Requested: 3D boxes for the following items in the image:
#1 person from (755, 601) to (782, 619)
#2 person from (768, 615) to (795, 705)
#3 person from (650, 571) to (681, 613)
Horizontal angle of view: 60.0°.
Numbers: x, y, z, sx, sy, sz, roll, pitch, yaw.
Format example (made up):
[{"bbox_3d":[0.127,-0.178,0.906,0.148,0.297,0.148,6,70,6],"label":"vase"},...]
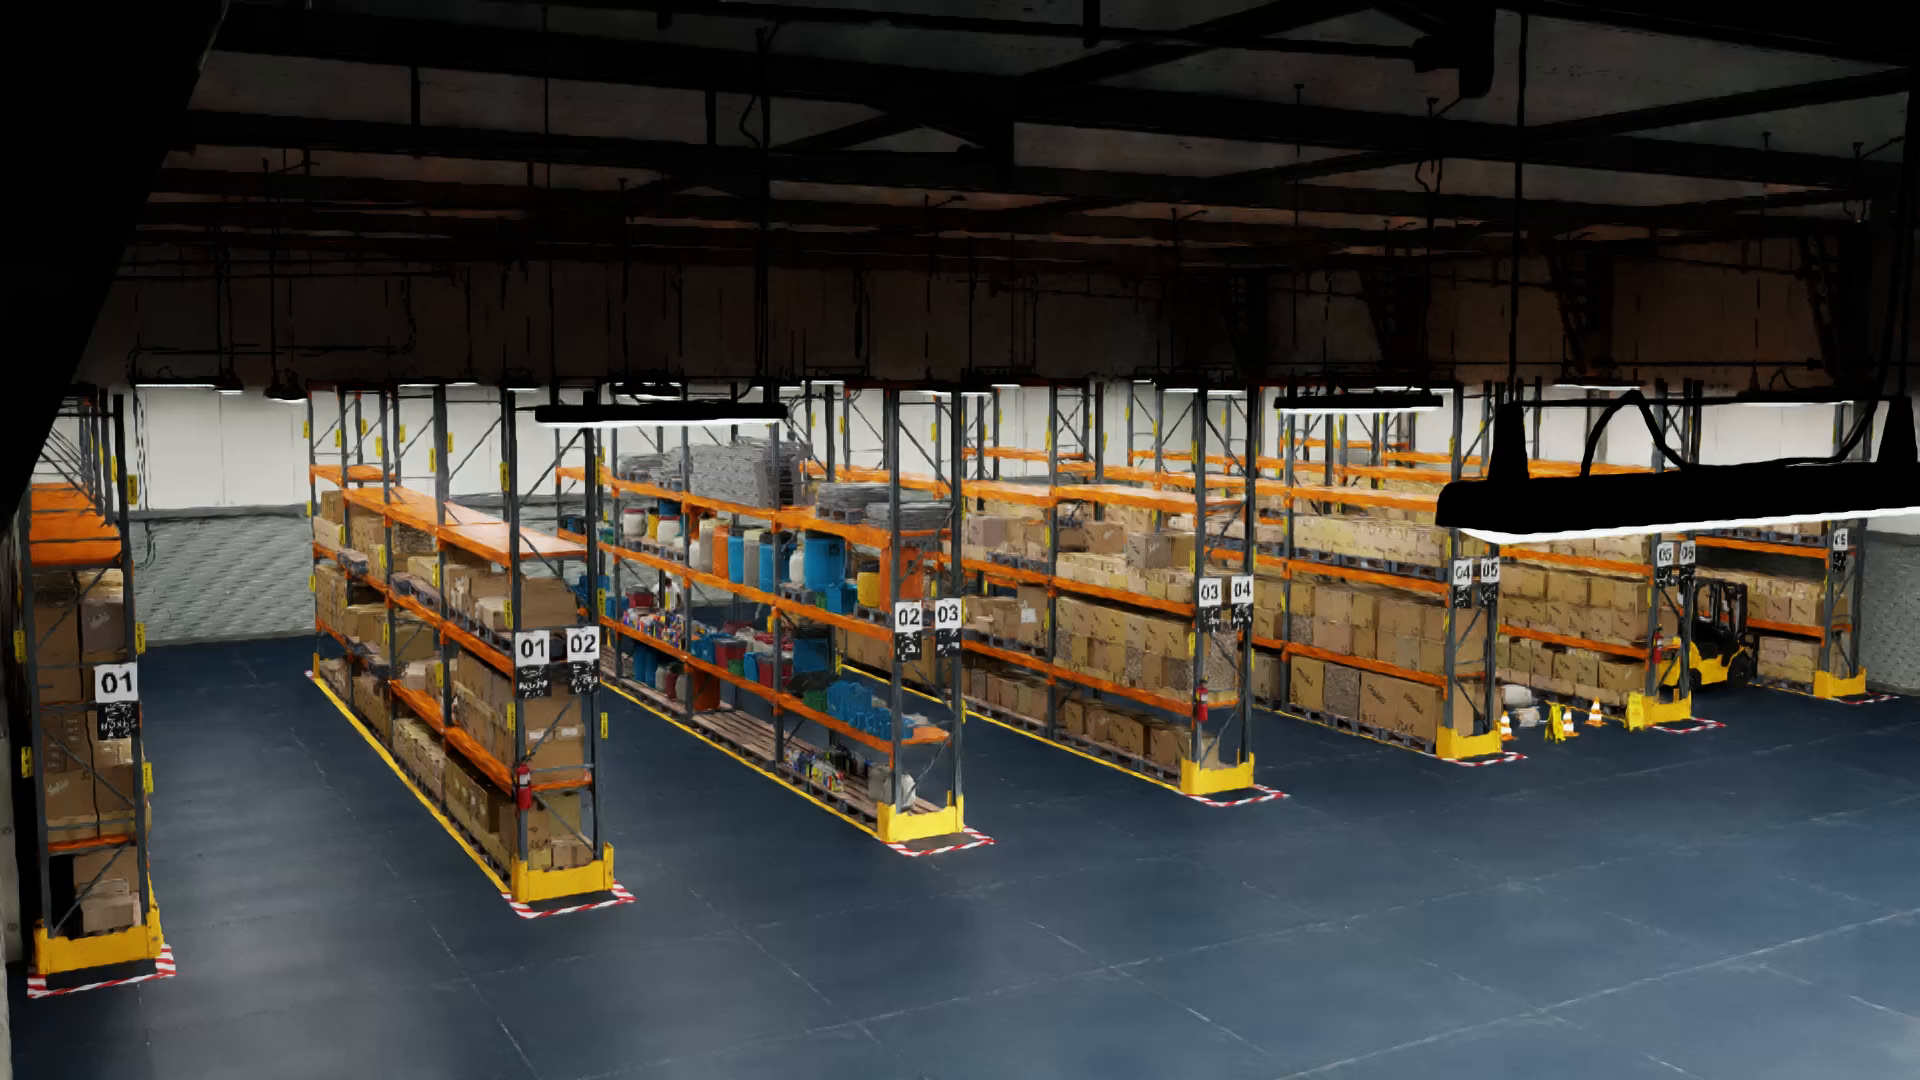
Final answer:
[{"bbox_3d":[-4.688,1.204,41.023,0.780,1.519,0.568,5,8,42],"label":"person"},{"bbox_3d":[-3.182,2.226,30.440,0.562,1.715,1.102,-5,8,-37],"label":"person"},{"bbox_3d":[-6.588,1.526,37.272,0.719,1.714,0.578,-4,7,-31],"label":"person"}]
